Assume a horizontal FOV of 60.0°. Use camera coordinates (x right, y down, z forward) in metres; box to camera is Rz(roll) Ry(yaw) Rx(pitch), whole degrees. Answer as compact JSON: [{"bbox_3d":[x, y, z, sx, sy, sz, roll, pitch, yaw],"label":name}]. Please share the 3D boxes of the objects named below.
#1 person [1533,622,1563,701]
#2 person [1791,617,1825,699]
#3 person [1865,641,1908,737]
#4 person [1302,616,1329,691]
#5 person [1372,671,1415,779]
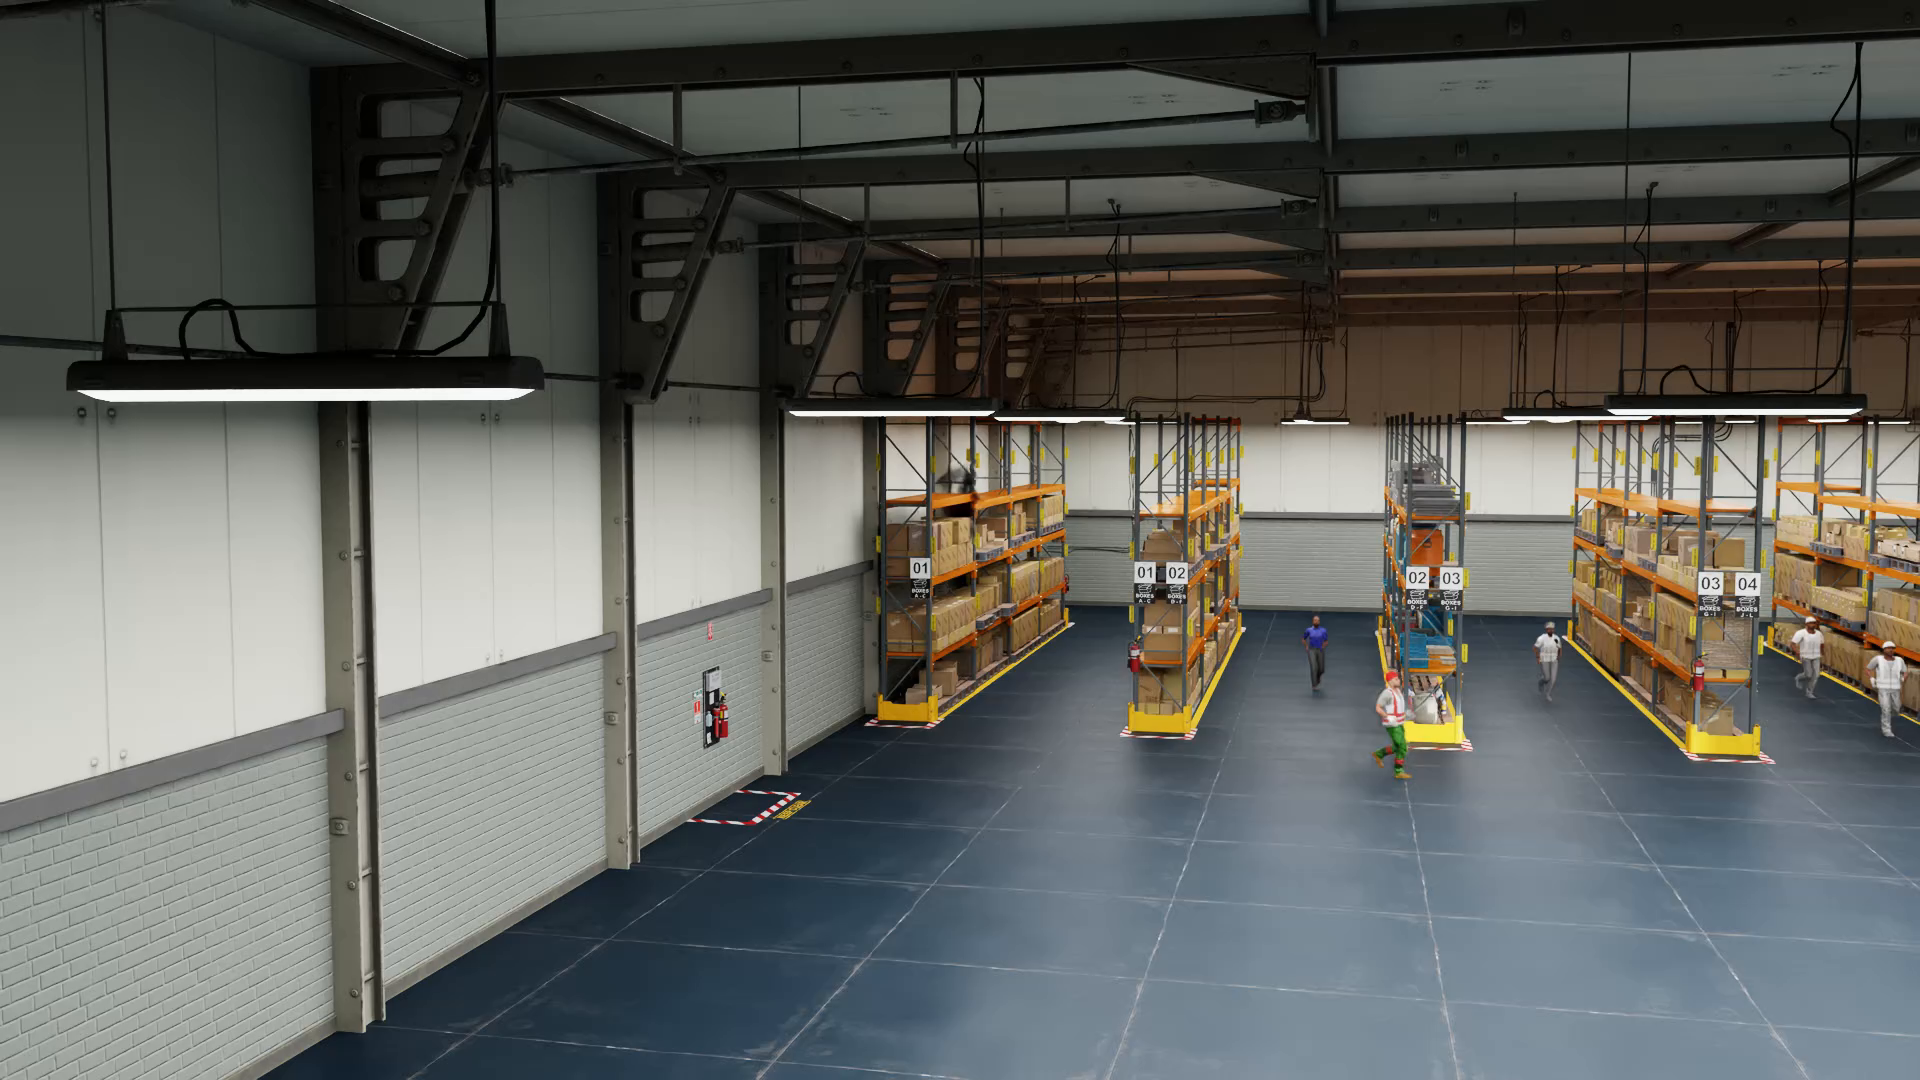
[{"bbox_3d":[12.362,2.541,34.897,0.575,1.657,0.559,0,4,2],"label":"person"},{"bbox_3d":[18.008,2.482,35.267,0.702,1.721,0.589,0,4,1],"label":"person"},{"bbox_3d":[17.237,2.758,30.913,0.696,1.752,0.839,1,4,12],"label":"person"},{"bbox_3d":[7.761,2.460,36.319,0.581,1.608,0.659,0,4,5],"label":"person"},{"bbox_3d":[7.055,3.012,27.184,0.754,1.745,0.661,3,5,40],"label":"person"}]
